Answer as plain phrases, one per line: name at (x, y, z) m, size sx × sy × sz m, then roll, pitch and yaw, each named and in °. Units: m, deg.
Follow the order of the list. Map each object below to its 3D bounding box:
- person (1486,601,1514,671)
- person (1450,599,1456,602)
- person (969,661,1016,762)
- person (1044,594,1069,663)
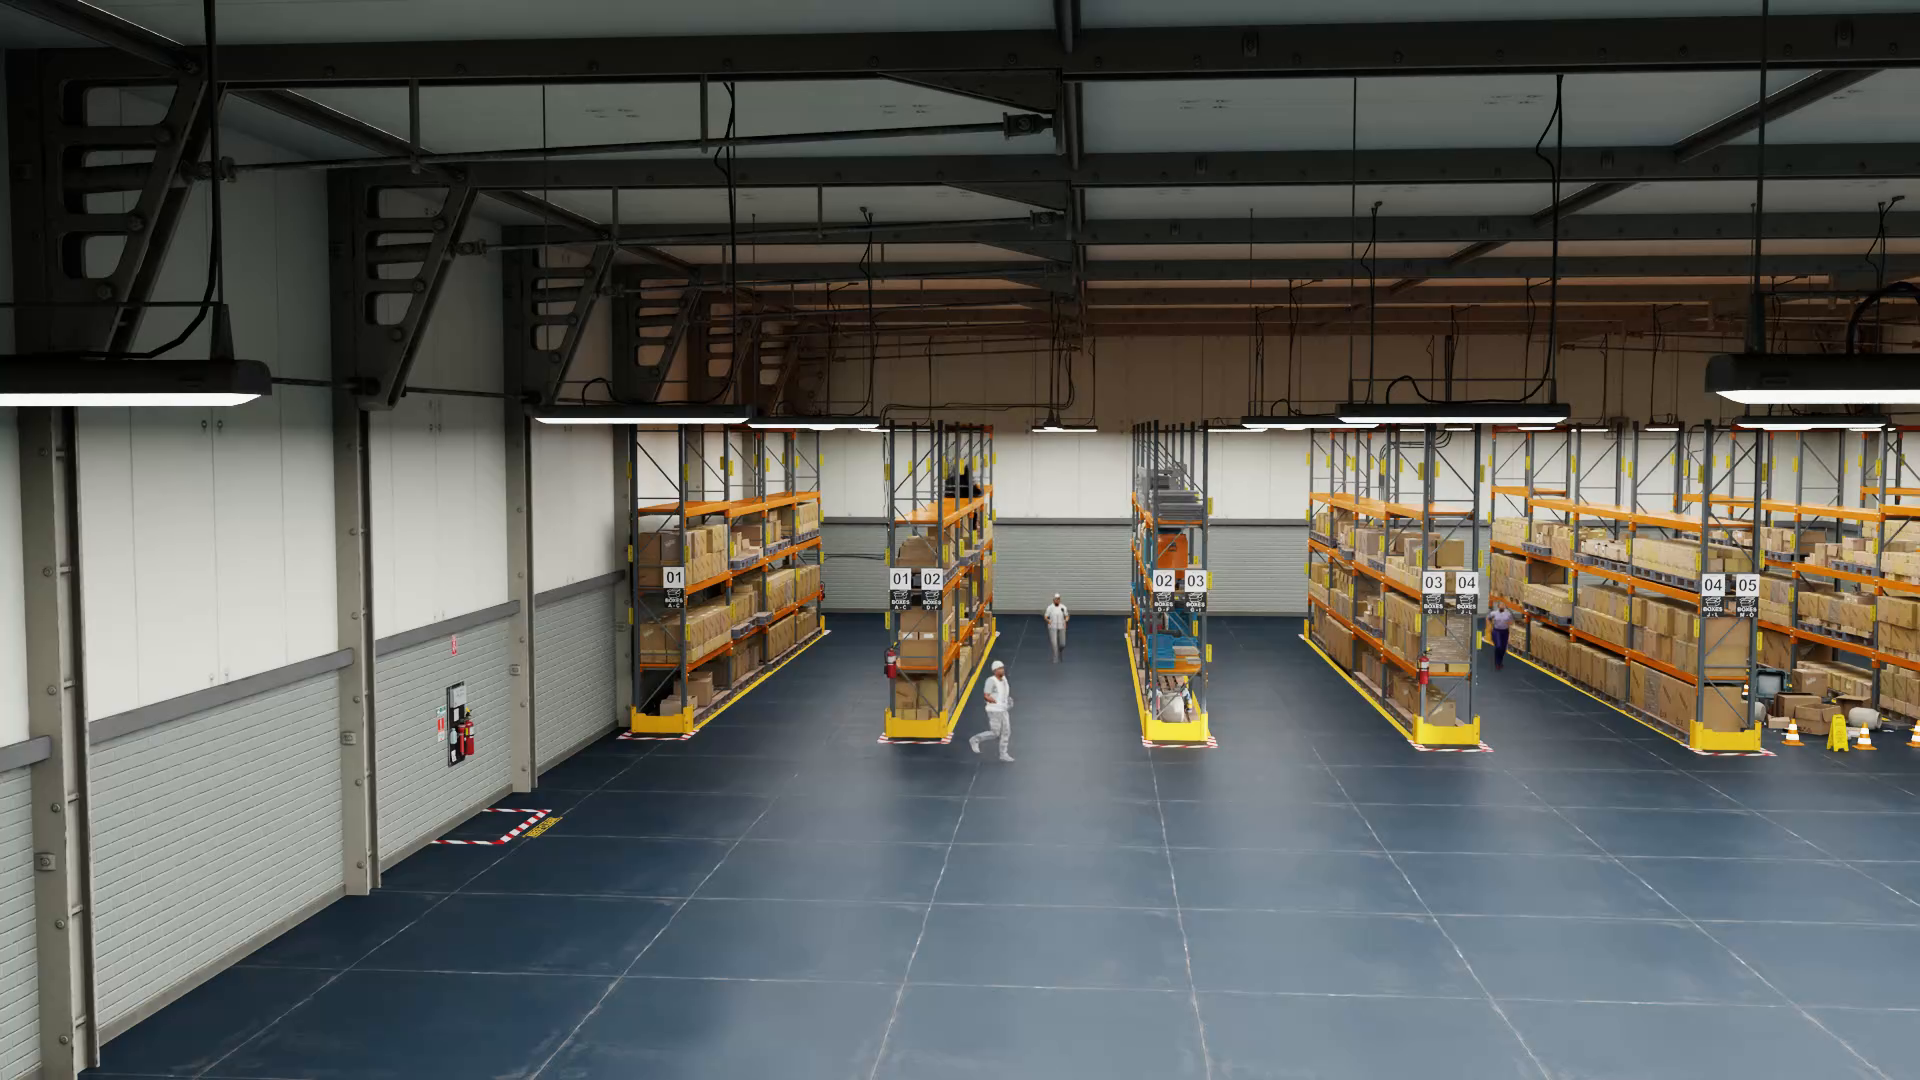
person at (13.192, 2.341, 40.589) m, size 0.571 × 1.713 × 0.725 m, roll 0°, pitch 4°, yaw -2°
person at (14.026, 1.890, 47.327) m, size 0.809 × 1.683 × 0.867 m, roll -2°, pitch 4°, yaw -24°
person at (0.610, 3.001, 29.268) m, size 0.840 × 1.774 × 0.688 m, roll 2°, pitch 4°, yaw 30°
person at (2.314, 2.123, 39.614) m, size 0.603 × 1.650 × 0.513 m, roll 0°, pitch 4°, yaw -3°
